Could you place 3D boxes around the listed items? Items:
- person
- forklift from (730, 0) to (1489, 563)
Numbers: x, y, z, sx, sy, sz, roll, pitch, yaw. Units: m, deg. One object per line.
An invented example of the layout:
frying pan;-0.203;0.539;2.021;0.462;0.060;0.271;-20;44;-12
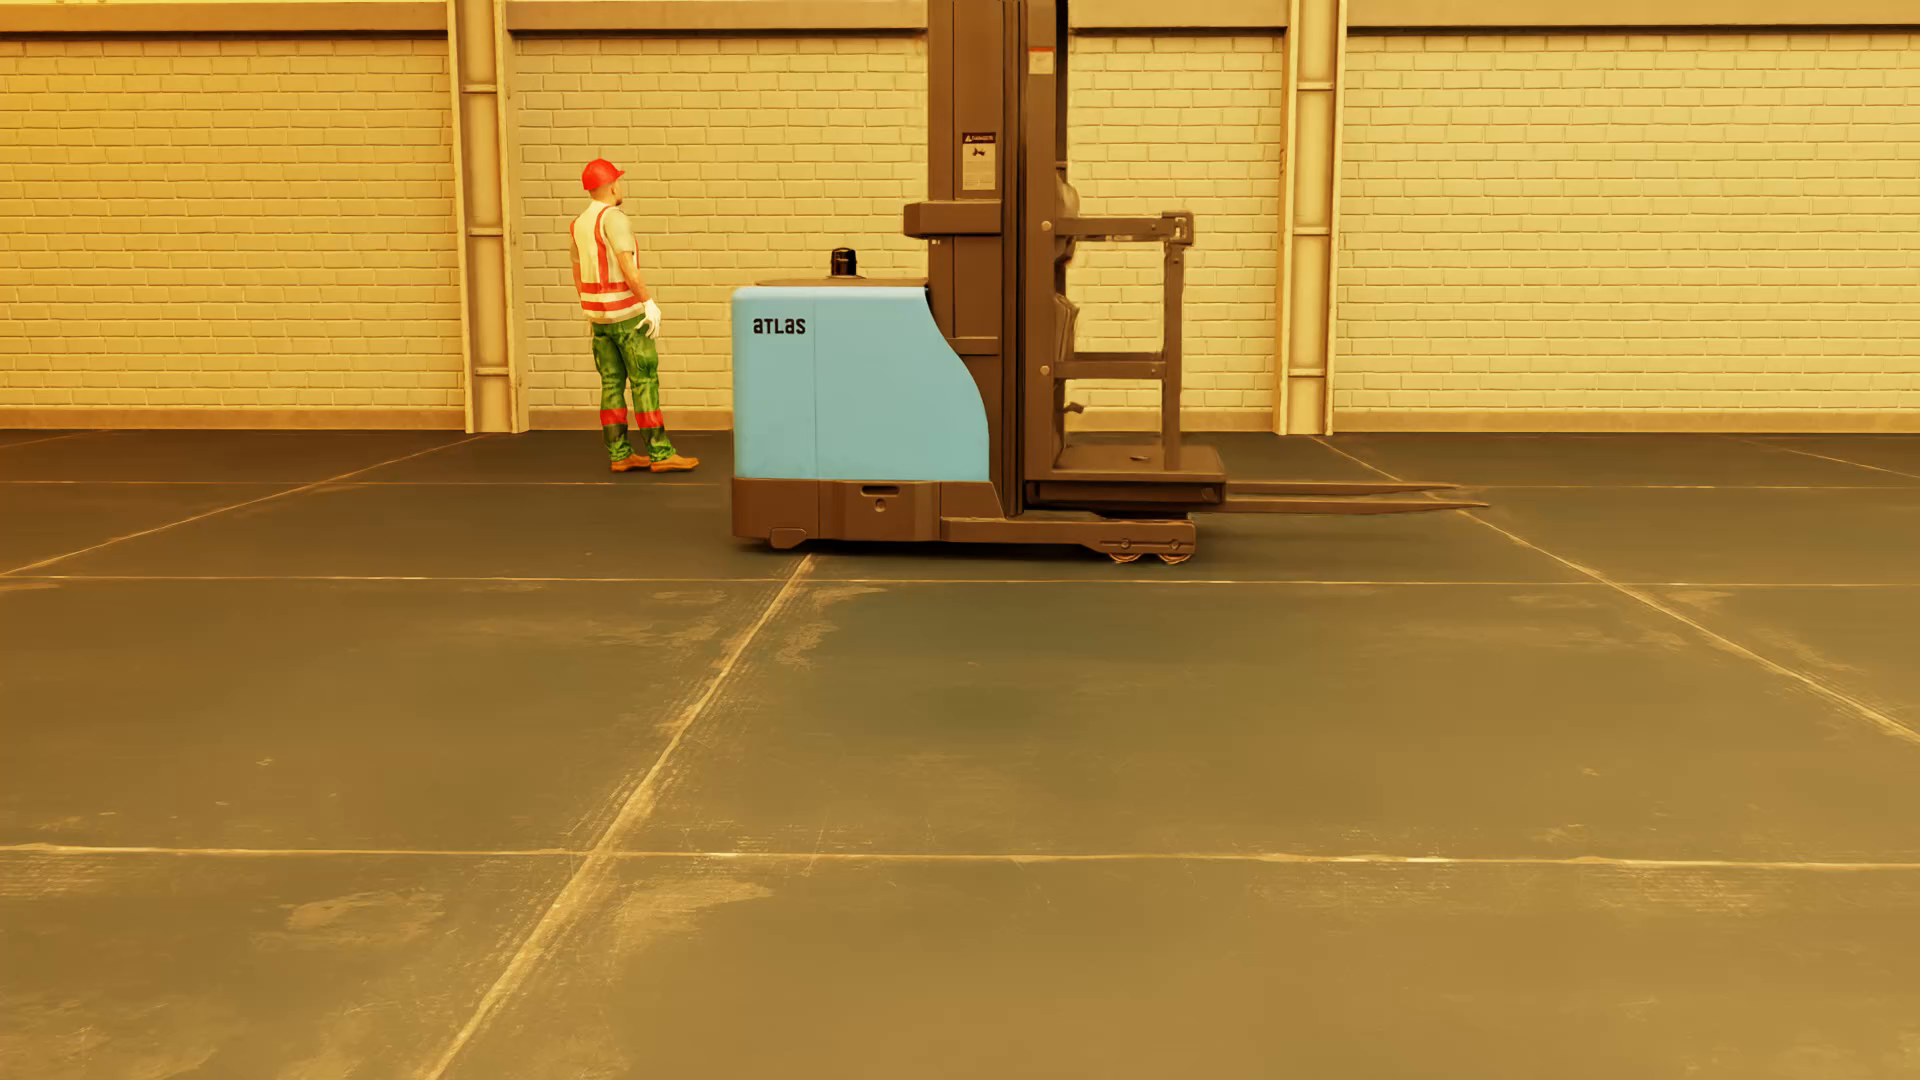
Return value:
person;-1.924;-1.302;9.685;0.643;1.789;0.565;8;12;43
forklift;0.618;-1.442;6.858;3.031;2.935;1.130;1;9;6
